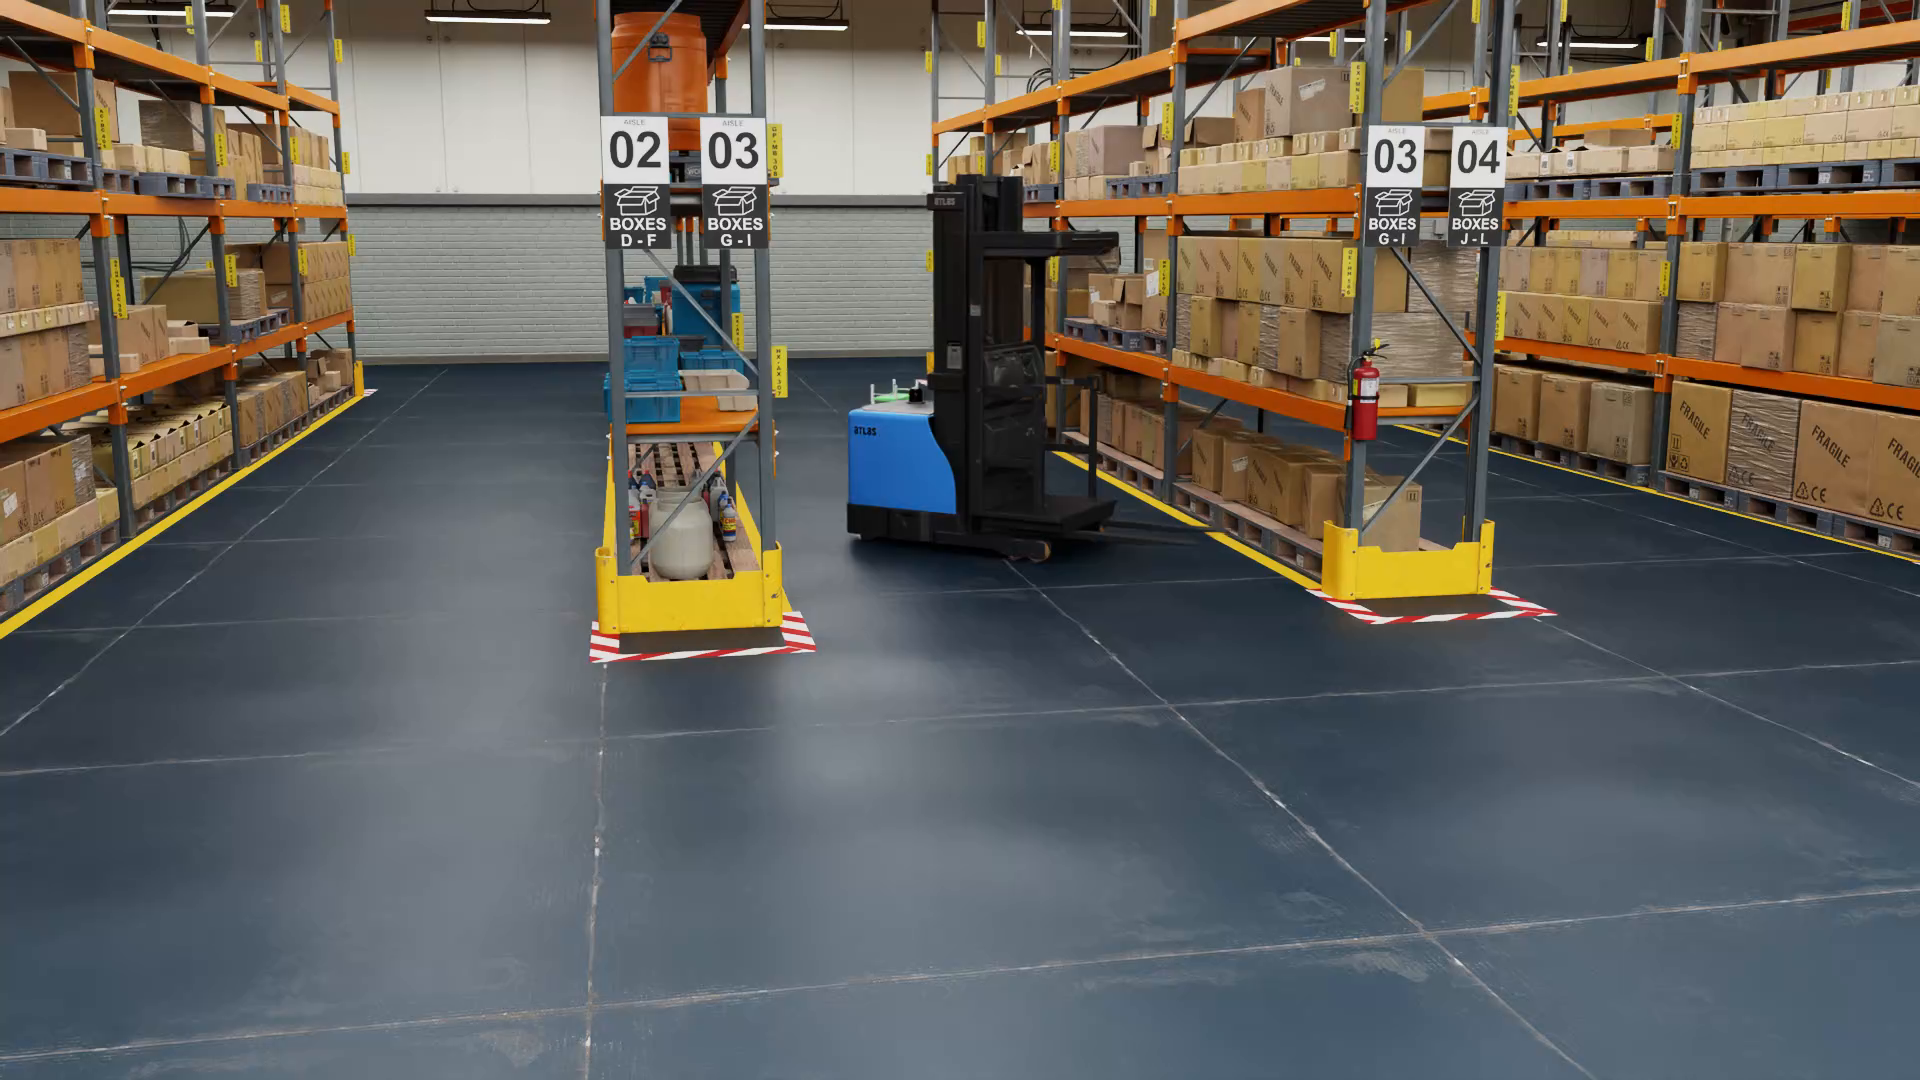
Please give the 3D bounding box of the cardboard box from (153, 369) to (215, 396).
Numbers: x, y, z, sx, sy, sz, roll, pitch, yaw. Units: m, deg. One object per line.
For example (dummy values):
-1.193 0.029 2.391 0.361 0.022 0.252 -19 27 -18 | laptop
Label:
-8.531 -1.731 18.274 0.500 0.250 0.500 -2 11 -9 | cardboard box

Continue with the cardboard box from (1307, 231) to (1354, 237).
5.365 -4.219 24.106 0.500 0.500 0.500 -3 11 -13 | cardboard box

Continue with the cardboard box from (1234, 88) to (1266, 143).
2.730 -3.669 14.527 0.500 0.500 0.500 -2 11 -13 | cardboard box

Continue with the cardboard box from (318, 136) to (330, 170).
-9.543 -5.589 24.075 0.700 0.500 0.500 -2 11 -11 | cardboard box

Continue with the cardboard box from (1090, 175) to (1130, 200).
1.665 -3.678 17.374 0.500 0.250 0.500 -2 11 -10 | cardboard box

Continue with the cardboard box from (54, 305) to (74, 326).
-6.963 -1.700 12.605 0.380 0.149 0.250 -2 11 -13 | cardboard box

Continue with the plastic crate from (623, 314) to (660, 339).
-2.860 -1.757 14.732 0.402 0.464 0.583 -2 11 -11 | plastic crate

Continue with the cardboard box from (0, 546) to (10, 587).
-6.534 0.212 10.791 0.500 0.250 0.500 -2 11 -11 | cardboard box

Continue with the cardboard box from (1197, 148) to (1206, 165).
2.272 -3.306 14.357 0.380 0.149 0.250 -3 11 -14 | cardboard box

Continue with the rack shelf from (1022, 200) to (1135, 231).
1.226 -4.048 20.845 1.077 0.370 4.000 -2 11 -11 | rack shelf

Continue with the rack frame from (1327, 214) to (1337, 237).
5.721 -3.457 23.835 1.000 3.000 0.127 -2 11 -11 | rack frame

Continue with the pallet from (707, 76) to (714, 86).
-3.354 -5.172 18.379 1.213 0.211 1.003 -2 11 -11 | pallet

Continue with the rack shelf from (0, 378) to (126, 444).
-6.936 -0.748 11.527 1.077 0.370 4.000 -2 11 -11 | rack shelf

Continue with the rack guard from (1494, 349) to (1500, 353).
9.775 -3.165 28.990 1.175 0.500 0.348 -2 11 -11 | rack guard

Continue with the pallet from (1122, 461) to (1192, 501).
2.240 -0.600 16.287 1.003 0.211 1.213 -2 11 -11 | pallet

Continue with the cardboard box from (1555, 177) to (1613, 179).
6.997 -4.227 18.710 0.500 0.311 0.500 -2 11 -11 | cardboard box

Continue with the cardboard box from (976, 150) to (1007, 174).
0.625 -5.214 23.389 0.700 0.500 0.500 -3 11 -14 | cardboard box

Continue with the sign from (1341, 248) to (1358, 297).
2.622 -1.802 11.197 0.100 0.325 0.005 -2 11 -11 | sign

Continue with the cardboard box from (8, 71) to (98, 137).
-7.407 -3.557 13.613 0.500 0.500 0.500 -2 11 -10 | cardboard box

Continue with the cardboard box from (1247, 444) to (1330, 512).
2.748 -0.515 13.944 0.500 0.500 0.500 -3 11 -16 | cardboard box

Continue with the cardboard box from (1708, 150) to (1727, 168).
7.067 -3.468 15.156 0.380 0.149 0.250 -2 11 -11 | cardboard box

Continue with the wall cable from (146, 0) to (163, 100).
-12.613 -8.540 29.293 3.097 2.526 0.112 -2 11 -11 | wall cable

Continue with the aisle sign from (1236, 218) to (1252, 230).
4.635 -5.470 27.460 0.394 0.787 0.004 -2 11 -11 | aisle sign

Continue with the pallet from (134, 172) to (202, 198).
-7.663 -3.256 15.265 1.003 0.211 1.213 -2 11 -8 | pallet

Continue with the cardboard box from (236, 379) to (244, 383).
-8.822 -1.637 19.781 0.500 0.500 0.500 -2 11 -10 | cardboard box

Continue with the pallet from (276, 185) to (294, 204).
-8.823 -4.194 20.191 1.213 0.211 1.003 -2 11 -11 | pallet

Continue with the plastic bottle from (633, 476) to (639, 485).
-2.744 -0.393 13.846 0.152 0.276 0.135 -2 11 -9 | plastic bottle

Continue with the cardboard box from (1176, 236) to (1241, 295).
2.231 -2.422 14.663 0.500 0.500 0.500 -2 11 -11 | cardboard box

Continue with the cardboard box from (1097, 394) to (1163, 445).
1.885 -1.326 18.149 0.700 0.500 0.500 -3 11 -16 | cardboard box

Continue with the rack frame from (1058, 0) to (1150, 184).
1.615 -5.508 18.570 1.000 3.000 0.127 -2 11 -11 | rack frame

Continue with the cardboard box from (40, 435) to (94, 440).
-7.793 -0.758 14.388 0.500 0.311 0.500 -2 11 -9 | cardboard box

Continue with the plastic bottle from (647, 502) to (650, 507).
-2.450 -0.192 12.988 0.097 0.201 0.097 0 11 0 | plastic bottle

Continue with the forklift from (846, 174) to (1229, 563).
0.606 -1.379 13.100 3.031 2.935 1.130 6 12 29 | forklift

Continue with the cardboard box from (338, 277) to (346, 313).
-9.201 -3.551 24.062 0.500 0.500 0.500 -2 11 -11 | cardboard box

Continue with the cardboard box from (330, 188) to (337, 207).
-9.214 -4.892 23.755 0.500 0.250 0.500 -2 11 -11 | cardboard box

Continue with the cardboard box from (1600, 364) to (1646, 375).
10.541 -2.722 25.704 0.875 0.438 0.875 -2 11 -12 | cardboard box

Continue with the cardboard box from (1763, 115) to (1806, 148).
7.296 -3.506 14.287 0.500 0.250 0.500 -2 11 -12 | cardboard box

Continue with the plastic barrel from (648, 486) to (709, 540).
-1.988 -0.108 11.771 0.421 0.512 0.421 0 11 0 | plastic barrel

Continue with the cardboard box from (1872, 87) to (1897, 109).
7.461 -3.489 13.130 0.380 0.149 0.250 -2 11 -11 | cardboard box

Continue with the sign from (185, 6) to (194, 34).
-9.417 -6.364 20.354 0.100 0.325 0.005 -2 11 -11 | sign

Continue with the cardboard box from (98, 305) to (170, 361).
-7.761 -1.944 15.618 0.500 0.500 0.500 -3 11 -14 | cardboard box

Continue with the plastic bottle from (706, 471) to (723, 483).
-2.058 -0.455 13.971 0.144 0.351 0.185 -2 11 -13 | plastic bottle

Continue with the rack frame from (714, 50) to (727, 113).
-2.466 -4.595 13.769 1.000 3.000 0.127 -2 11 -11 | rack frame

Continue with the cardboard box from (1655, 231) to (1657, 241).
10.685 -4.628 25.313 0.380 0.149 0.250 -2 11 -10 | cardboard box

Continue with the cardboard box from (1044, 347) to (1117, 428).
1.501 -1.851 19.959 1.225 0.875 0.875 -3 11 -14 | cardboard box

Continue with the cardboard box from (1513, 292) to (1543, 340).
6.521 -2.494 18.512 0.500 0.500 0.500 -2 11 -11 | cardboard box

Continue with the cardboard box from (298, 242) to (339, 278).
-9.098 -3.950 23.486 0.500 0.500 0.500 -2 11 -9 | cardboard box

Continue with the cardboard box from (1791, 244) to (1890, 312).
7.617 -2.227 14.086 0.875 0.550 0.500 -2 11 -11 | cardboard box

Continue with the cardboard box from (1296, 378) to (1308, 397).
2.732 -1.152 12.396 0.380 0.149 0.250 -2 11 -11 | cardboard box

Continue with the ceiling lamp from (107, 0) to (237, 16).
-12.562 -9.887 25.962 2.000 3.185 0.800 -2 11 -11 | ceiling lamp

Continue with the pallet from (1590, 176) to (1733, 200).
7.051 -3.535 16.738 0.805 0.209 1.217 -3 11 -13 | pallet

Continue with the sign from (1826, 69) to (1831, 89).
15.196 -8.070 29.108 0.100 0.325 0.005 -2 11 -11 | sign

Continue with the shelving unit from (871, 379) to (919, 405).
-0.567 -0.786 14.617 0.258 1.200 0.503 4 11 20 | shelving unit

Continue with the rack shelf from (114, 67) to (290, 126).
-8.492 -4.966 18.712 1.077 0.370 4.000 -2 11 -11 | rack shelf
